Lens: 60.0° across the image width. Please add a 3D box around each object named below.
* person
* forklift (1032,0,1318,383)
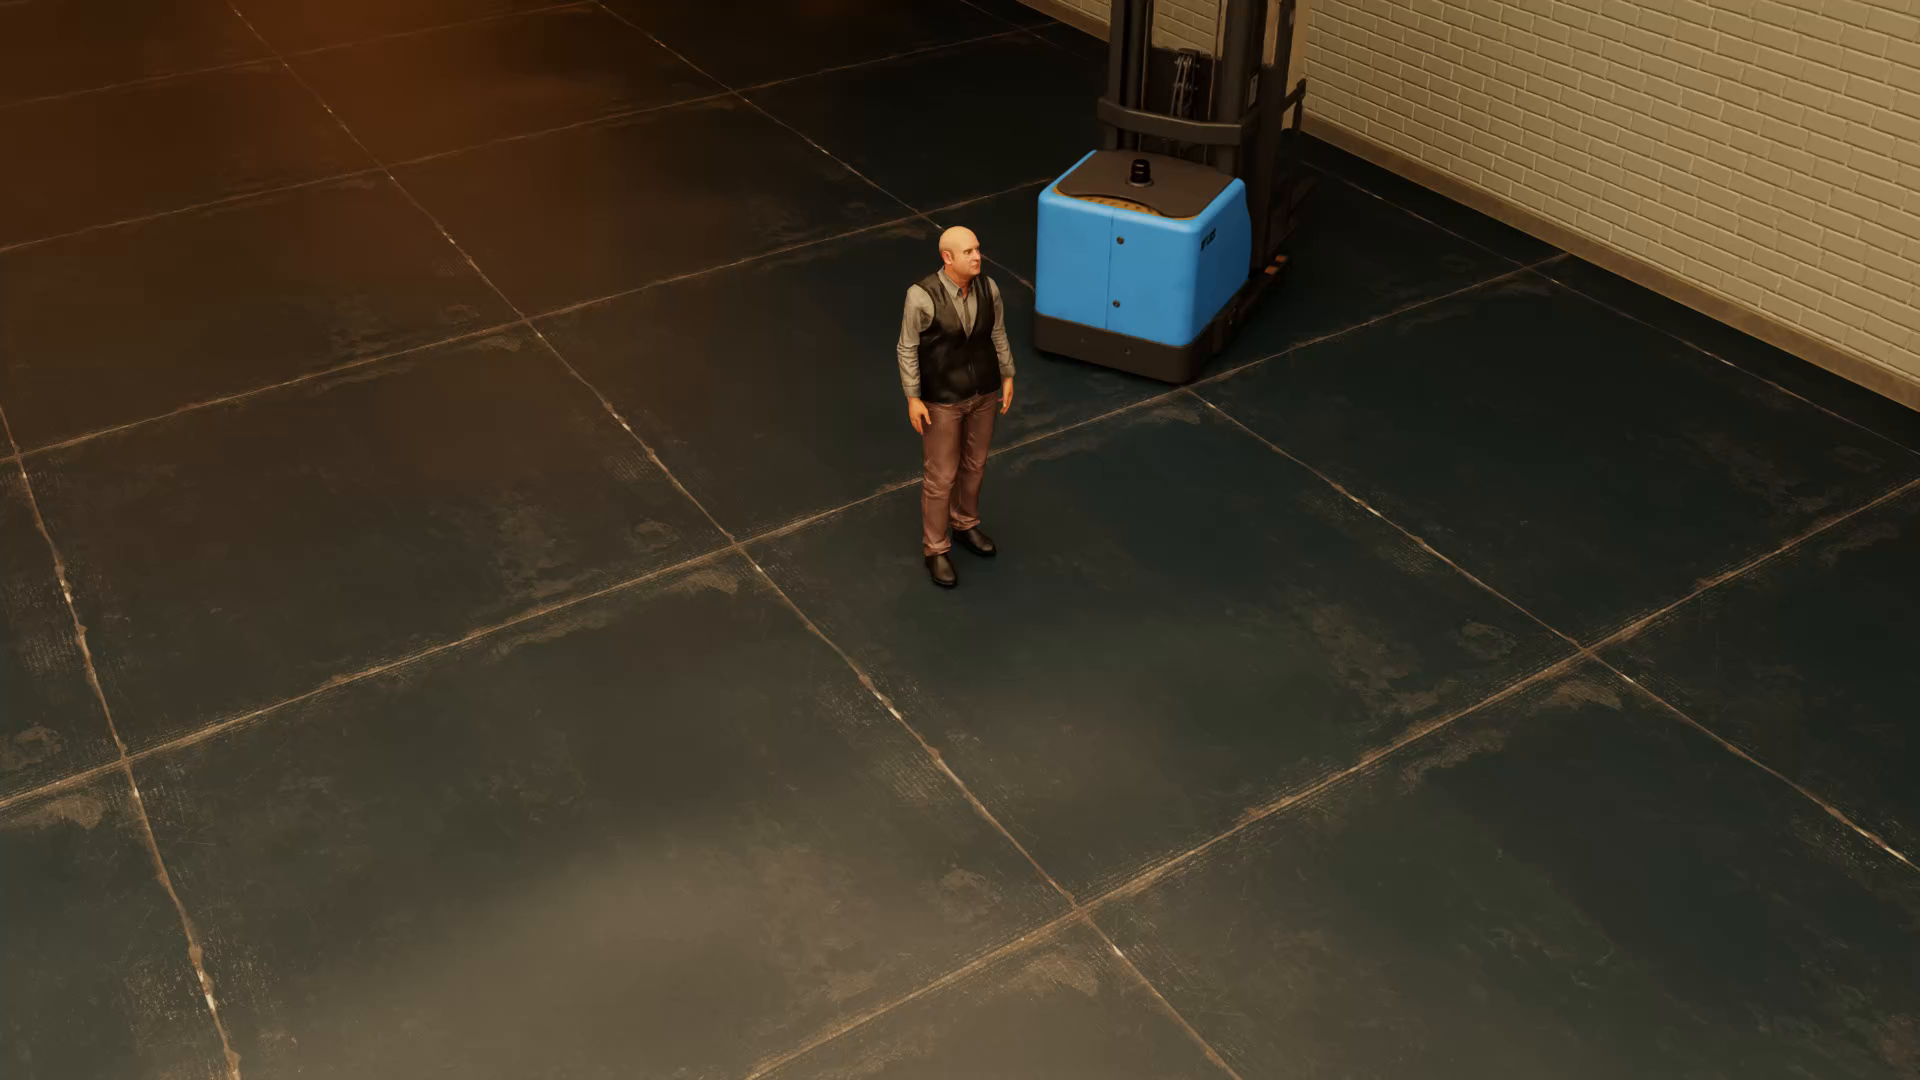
[{"bbox_3d":[0.027,-0.678,8.152,0.632,1.720,0.568,-21,40,-27],"label":"person"},{"bbox_3d":[1.584,-2.964,10.366,1.130,2.935,3.031,17,39,23],"label":"forklift"}]
